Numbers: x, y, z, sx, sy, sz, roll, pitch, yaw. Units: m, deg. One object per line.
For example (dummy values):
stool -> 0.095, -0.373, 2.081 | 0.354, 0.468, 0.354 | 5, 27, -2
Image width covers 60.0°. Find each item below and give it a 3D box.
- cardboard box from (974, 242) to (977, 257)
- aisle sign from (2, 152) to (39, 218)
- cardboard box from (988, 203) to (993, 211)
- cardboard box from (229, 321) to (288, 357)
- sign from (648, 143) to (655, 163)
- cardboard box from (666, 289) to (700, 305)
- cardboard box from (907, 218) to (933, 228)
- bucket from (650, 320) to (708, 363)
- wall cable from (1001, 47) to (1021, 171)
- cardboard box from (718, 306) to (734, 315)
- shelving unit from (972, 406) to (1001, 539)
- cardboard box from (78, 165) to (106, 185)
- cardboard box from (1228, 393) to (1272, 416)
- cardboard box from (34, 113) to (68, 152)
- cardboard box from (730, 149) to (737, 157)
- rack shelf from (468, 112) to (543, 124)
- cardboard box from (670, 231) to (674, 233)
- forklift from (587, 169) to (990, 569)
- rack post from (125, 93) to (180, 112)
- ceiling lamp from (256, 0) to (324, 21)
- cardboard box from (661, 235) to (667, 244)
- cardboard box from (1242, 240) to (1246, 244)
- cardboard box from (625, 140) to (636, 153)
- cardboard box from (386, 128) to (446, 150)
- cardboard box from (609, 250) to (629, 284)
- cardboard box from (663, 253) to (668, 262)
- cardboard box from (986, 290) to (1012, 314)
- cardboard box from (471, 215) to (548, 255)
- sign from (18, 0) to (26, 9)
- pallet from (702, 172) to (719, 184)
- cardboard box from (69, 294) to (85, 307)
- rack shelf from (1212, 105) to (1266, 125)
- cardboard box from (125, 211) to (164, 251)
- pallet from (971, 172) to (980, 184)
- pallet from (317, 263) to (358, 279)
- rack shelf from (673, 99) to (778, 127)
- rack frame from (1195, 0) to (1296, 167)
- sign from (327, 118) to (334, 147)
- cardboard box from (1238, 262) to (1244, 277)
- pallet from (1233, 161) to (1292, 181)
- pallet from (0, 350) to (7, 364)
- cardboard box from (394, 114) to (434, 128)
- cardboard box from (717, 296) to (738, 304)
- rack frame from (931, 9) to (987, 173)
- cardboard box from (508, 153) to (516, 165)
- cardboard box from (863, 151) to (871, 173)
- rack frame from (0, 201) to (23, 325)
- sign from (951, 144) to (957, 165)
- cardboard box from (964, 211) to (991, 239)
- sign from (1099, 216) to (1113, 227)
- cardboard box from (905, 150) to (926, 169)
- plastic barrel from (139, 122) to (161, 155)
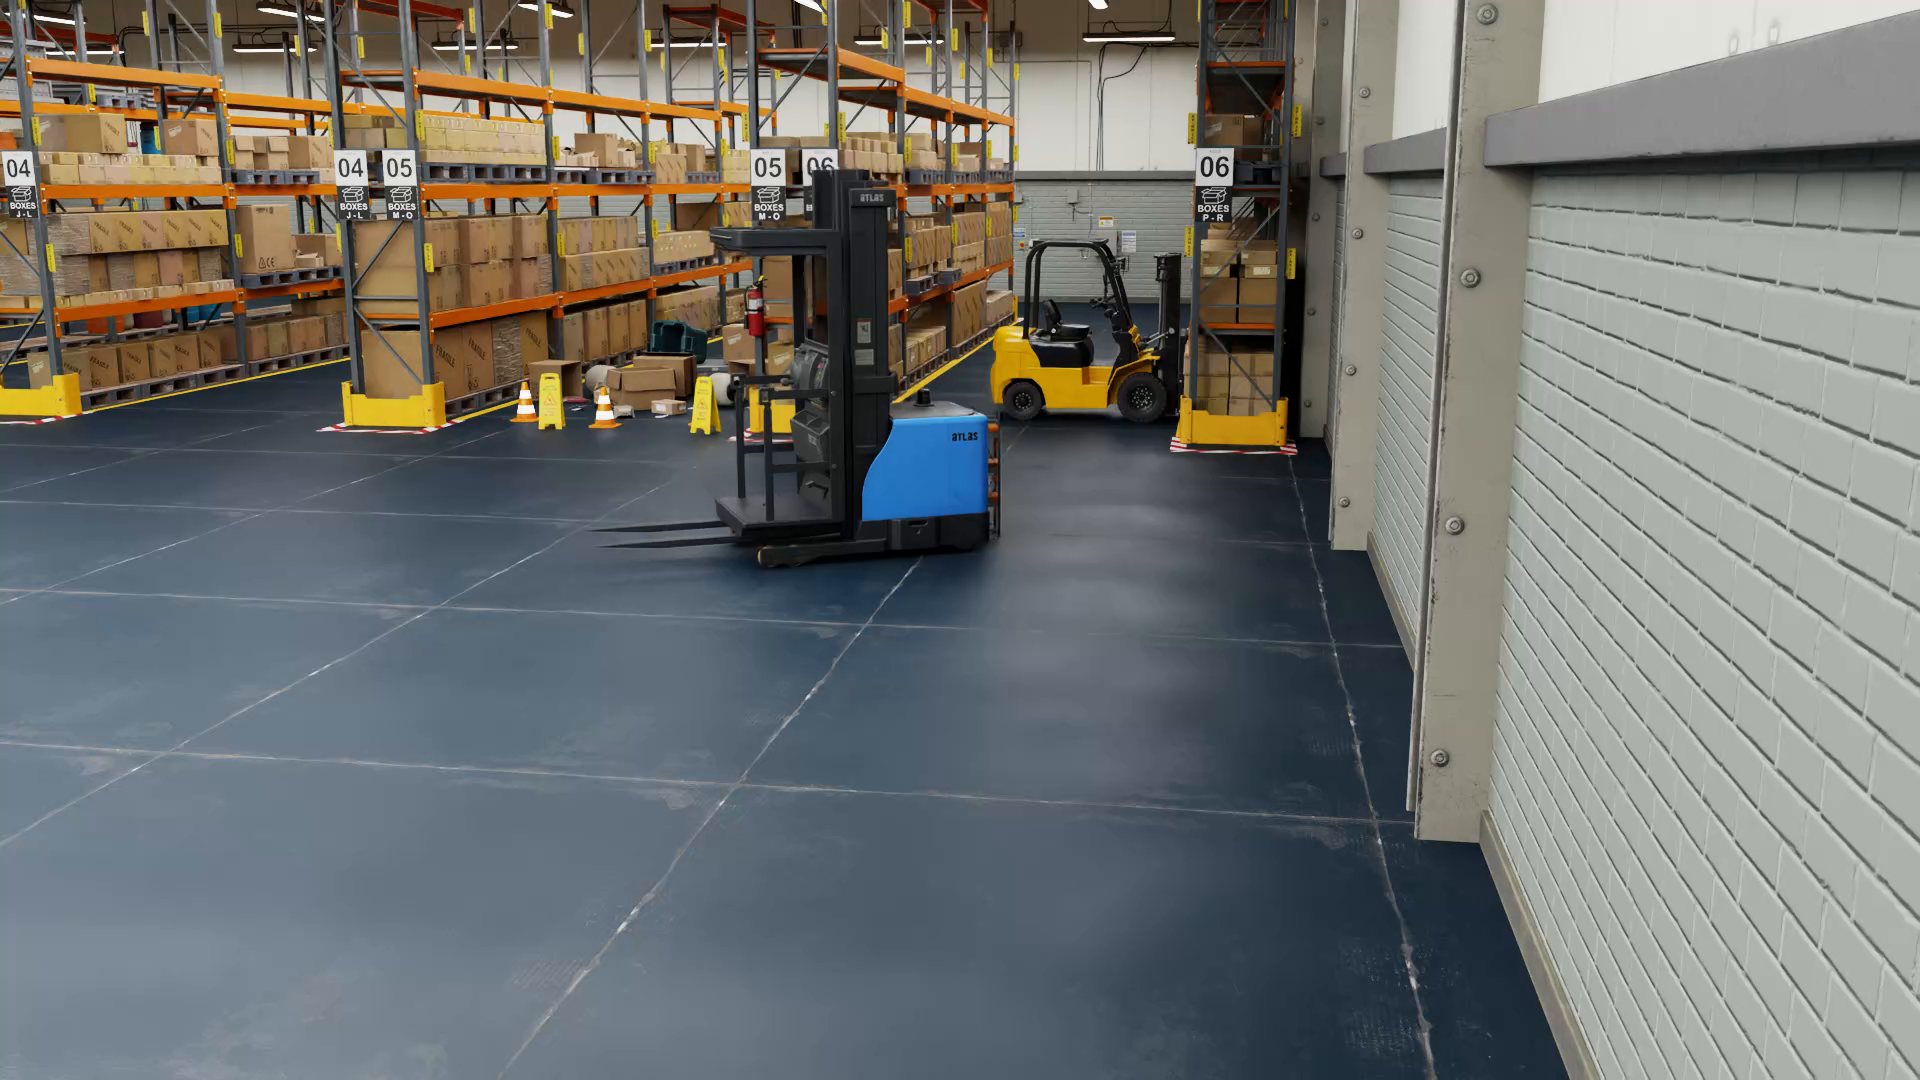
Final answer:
cardboard box -> 0.016, -5.079, 29.112 | 0.500, 0.250, 0.500 | 2, 12, 10
aisle sign -> -11.364, -4.292, 20.116 | 0.394, 0.787, 0.004 | 2, 12, 9
cardboard box -> 0.411, -6.291, 31.412 | 0.380, 0.149, 0.250 | 2, 12, 8
cardboard box -> -10.828, -3.095, 25.623 | 0.700, 0.500, 0.500 | 2, 12, 8
sign -> -4.988, -6.265, 26.909 | 0.100, 0.325, 0.005 | 2, 12, 9
cardboard box -> -4.944, -4.329, 29.618 | 0.500, 0.250, 0.500 | 1, 12, 6
cardboard box -> -0.602, -4.755, 24.955 | 0.380, 0.149, 0.250 | 1, 12, 6
bucket -> -3.893, -2.734, 23.222 | 0.726, 0.611, 0.620 | 7, 4, 28
wall cable -> 1.198, -10.179, 39.365 | 0.463, 3.000, 0.029 | 2, 12, 9
cardboard box -> -4.548, -4.382, 31.770 | 0.380, 0.149, 0.250 | 2, 12, 11
shelving unit -> 0.212, -0.549, 13.548 | 0.215, 1.050, 0.252 | -1, 12, -6
cardboard box -> -11.248, -4.636, 21.120 | 0.500, 0.250, 0.500 | 2, 12, 7
cardboard box -> 3.315, -1.519, 18.953 | 0.500, 0.250, 0.500 | 2, 12, 9
cardboard box -> -11.663, -5.279, 21.620 | 0.500, 0.500, 0.500 | 2, 12, 9
cardboard box -> -4.494, -7.407, 31.846 | 0.380, 0.149, 0.250 | 2, 12, 7
rack shelf -> -9.498, -8.343, 33.504 | 1.077, 0.370, 4.000 | 2, 12, 9
cardboard box -> -5.472, -5.608, 30.581 | 0.380, 0.149, 0.250 | 2, 12, 10
forklift -> -1.340, -1.343, 12.769 | 3.031, 2.935, 1.130 | -4, 13, -19
rack post -> -14.885, -7.965, 30.277 | 0.937, 0.300, 0.954 | 3, 13, 15
ceiling lamp -> -12.062, -11.224, 30.357 | 0.800, 3.185, 2.000 | 2, 12, 9
cardboard box -> -5.192, -5.097, 28.212 | 0.380, 0.149, 0.250 | 2, 12, 8
cardboard box -> 3.831, -3.779, 21.426 | 0.380, 0.149, 0.250 | 2, 12, 7
cardboard box -> -5.666, -6.616, 27.899 | 0.396, 0.266, 0.258 | 2, 12, 9
cardboard box -> -6.438, -4.746, 19.693 | 0.500, 0.250, 0.500 | 2, 12, 9
cardboard box -> -5.494, -4.266, 25.929 | 0.500, 0.500, 0.500 | 2, 12, 8
cardboard box -> -5.185, -4.808, 28.283 | 0.380, 0.149, 0.250 | 3, 12, 11
cardboard box -> 0.599, -4.865, 34.033 | 0.875, 0.438, 0.875 | 1, 12, 7
cardboard box -> -6.241, -4.220, 23.035 | 0.875, 0.550, 0.550 | 2, 12, 9
sign -> -11.115, -6.454, 19.675 | 0.100, 0.325, 0.005 | 2, 12, 9
pallet -> -5.120, -6.609, 30.366 | 1.213, 0.211, 1.003 | 2, 12, 9
cardboard box -> -11.314, -3.024, 21.000 | 0.380, 0.149, 0.250 | 2, 12, 9
rack shelf -> 4.584, -7.029, 27.408 | 1.077, 0.370, 4.000 | 2, 12, 9
cardboard box -> -11.067, -4.144, 22.287 | 0.500, 0.500, 0.500 | 2, 12, 9
pallet -> -0.106, -6.401, 29.407 | 0.805, 0.209, 1.217 | 1, 12, 6
pallet -> -10.425, -4.463, 27.538 | 1.213, 0.211, 1.003 | 2, 12, 9
rack shelf -> -4.613, -8.355, 32.619 | 1.077, 0.370, 4.000 | 2, 12, 9
rack frame -> 3.046, -5.495, 17.630 | 1.000, 3.000, 0.127 | 2, 12, 9
sign -> -7.300, -4.743, 19.346 | 0.100, 0.325, 0.005 | 2, 12, 9
cardboard box -> 3.330, -3.044, 18.720 | 0.380, 0.149, 0.250 | 2, 12, 9
pallet -> 3.180, -4.132, 18.635 | 1.003, 0.211, 1.213 | 2, 12, 9
pallet -> -15.848, -2.838, 26.162 | 1.003, 0.211, 1.213 | 2, 12, 9
cardboard box -> -6.400, -4.908, 19.498 | 0.380, 0.149, 0.250 | 2, 12, 9
cardboard box -> -4.554, -4.692, 32.502 | 0.380, 0.149, 0.250 | 2, 12, 7
rack frame -> -0.014, -8.153, 29.964 | 1.000, 3.000, 0.127 | 2, 12, 9
cardboard box -> -6.047, -4.994, 21.790 | 0.380, 0.149, 0.250 | 2, 12, 10
cardboard box -> -1.376, -4.570, 20.107 | 0.500, 0.250, 0.500 | 2, 12, 10
rack frame -> -19.594, -5.863, 33.579 | 1.000, 3.000, 0.127 | 2, 12, 9
sign -> -0.093, -6.089, 26.278 | 0.100, 0.325, 0.005 | 2, 12, 9
cardboard box -> 0.299, -5.849, 30.904 | 0.500, 0.500, 0.500 | 2, 12, 9
sign -> 3.476, -7.578, 39.575 | 0.339, 0.242, 0.001 | 2, 12, 9
cardboard box -> -0.758, -5.262, 23.028 | 0.500, 0.250, 0.500 | 2, 12, 7
plastic barrel -> -14.811, -7.258, 30.746 | 0.600, 0.901, 0.708 | 2, 12, 9
